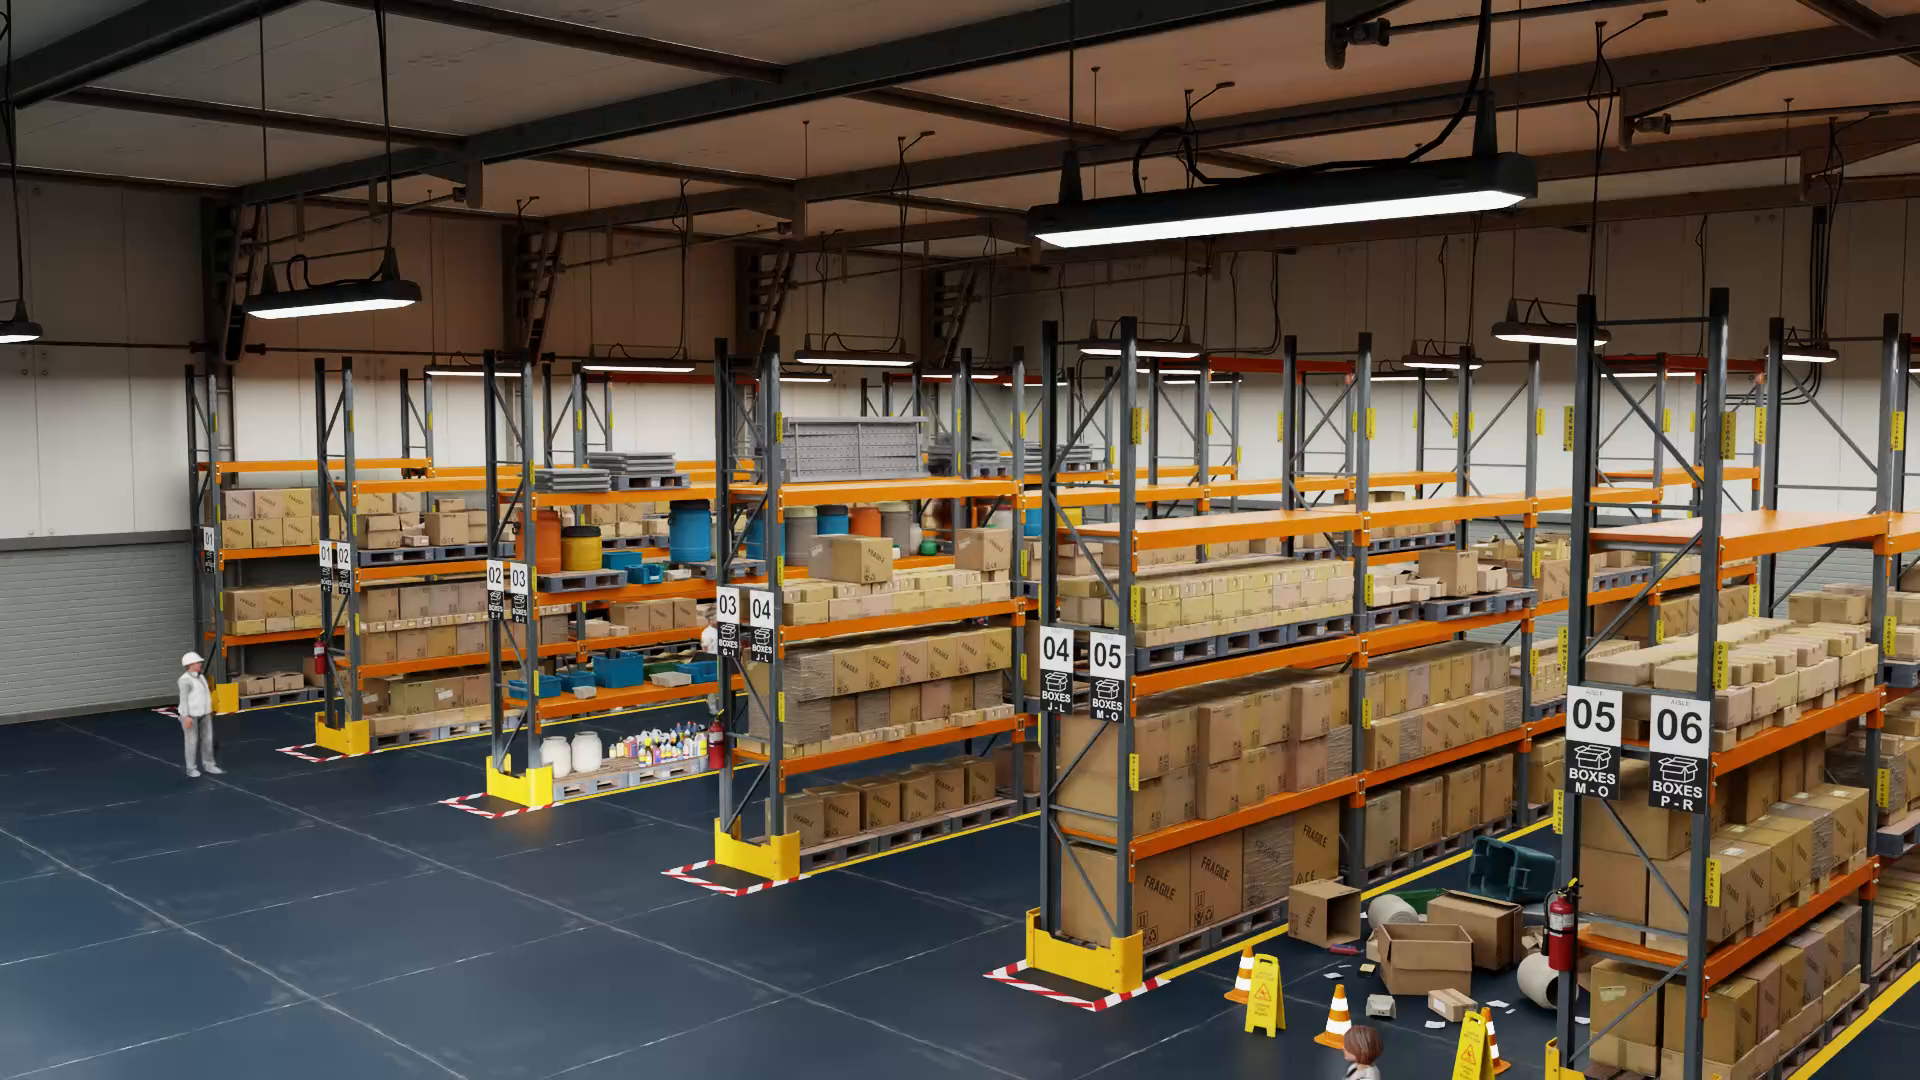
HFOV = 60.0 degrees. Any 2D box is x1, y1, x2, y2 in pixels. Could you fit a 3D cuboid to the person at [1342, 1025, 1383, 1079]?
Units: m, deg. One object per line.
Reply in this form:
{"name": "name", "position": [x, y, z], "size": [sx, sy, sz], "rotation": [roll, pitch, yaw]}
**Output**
{"name": "person", "position": [2.276, 3.631, 9.659], "size": [0.380, 1.595, 0.520], "rotation": [1, 4, 10]}

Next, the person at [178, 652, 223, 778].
{"name": "person", "position": [-10.851, 2.477, 23.650], "size": [0.439, 1.778, 0.597], "rotation": [2, 5, 22]}

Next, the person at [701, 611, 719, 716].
{"name": "person", "position": [-4.147, 2.108, 28.546], "size": [0.615, 1.796, 0.482], "rotation": [-3, 5, -35]}
